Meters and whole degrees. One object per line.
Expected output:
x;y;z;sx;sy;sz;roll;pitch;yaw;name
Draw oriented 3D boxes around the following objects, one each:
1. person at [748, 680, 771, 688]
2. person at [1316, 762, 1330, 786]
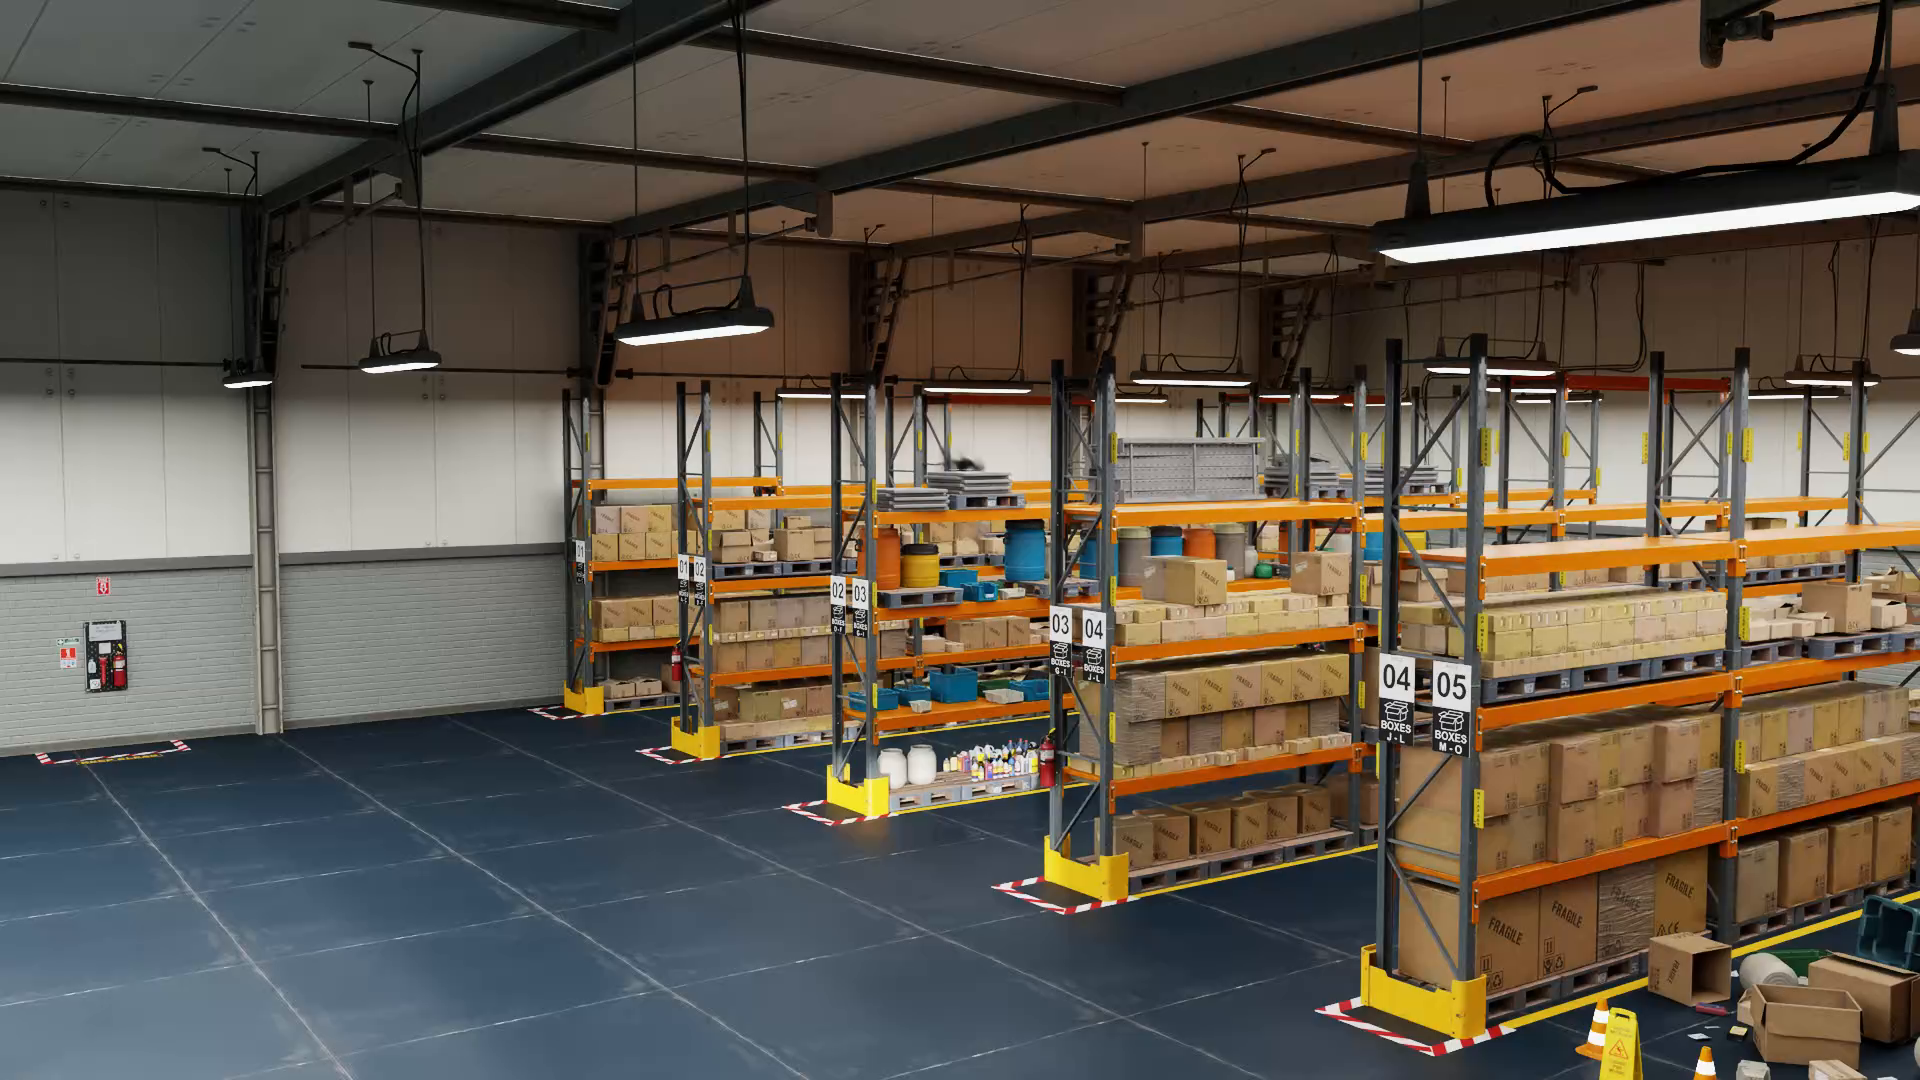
-3.508;2.384;29.492;0.583;1.747;0.668;-3;5;-39;person
5.310;2.776;24.602;0.720;1.684;0.564;-3;5;-43;person
